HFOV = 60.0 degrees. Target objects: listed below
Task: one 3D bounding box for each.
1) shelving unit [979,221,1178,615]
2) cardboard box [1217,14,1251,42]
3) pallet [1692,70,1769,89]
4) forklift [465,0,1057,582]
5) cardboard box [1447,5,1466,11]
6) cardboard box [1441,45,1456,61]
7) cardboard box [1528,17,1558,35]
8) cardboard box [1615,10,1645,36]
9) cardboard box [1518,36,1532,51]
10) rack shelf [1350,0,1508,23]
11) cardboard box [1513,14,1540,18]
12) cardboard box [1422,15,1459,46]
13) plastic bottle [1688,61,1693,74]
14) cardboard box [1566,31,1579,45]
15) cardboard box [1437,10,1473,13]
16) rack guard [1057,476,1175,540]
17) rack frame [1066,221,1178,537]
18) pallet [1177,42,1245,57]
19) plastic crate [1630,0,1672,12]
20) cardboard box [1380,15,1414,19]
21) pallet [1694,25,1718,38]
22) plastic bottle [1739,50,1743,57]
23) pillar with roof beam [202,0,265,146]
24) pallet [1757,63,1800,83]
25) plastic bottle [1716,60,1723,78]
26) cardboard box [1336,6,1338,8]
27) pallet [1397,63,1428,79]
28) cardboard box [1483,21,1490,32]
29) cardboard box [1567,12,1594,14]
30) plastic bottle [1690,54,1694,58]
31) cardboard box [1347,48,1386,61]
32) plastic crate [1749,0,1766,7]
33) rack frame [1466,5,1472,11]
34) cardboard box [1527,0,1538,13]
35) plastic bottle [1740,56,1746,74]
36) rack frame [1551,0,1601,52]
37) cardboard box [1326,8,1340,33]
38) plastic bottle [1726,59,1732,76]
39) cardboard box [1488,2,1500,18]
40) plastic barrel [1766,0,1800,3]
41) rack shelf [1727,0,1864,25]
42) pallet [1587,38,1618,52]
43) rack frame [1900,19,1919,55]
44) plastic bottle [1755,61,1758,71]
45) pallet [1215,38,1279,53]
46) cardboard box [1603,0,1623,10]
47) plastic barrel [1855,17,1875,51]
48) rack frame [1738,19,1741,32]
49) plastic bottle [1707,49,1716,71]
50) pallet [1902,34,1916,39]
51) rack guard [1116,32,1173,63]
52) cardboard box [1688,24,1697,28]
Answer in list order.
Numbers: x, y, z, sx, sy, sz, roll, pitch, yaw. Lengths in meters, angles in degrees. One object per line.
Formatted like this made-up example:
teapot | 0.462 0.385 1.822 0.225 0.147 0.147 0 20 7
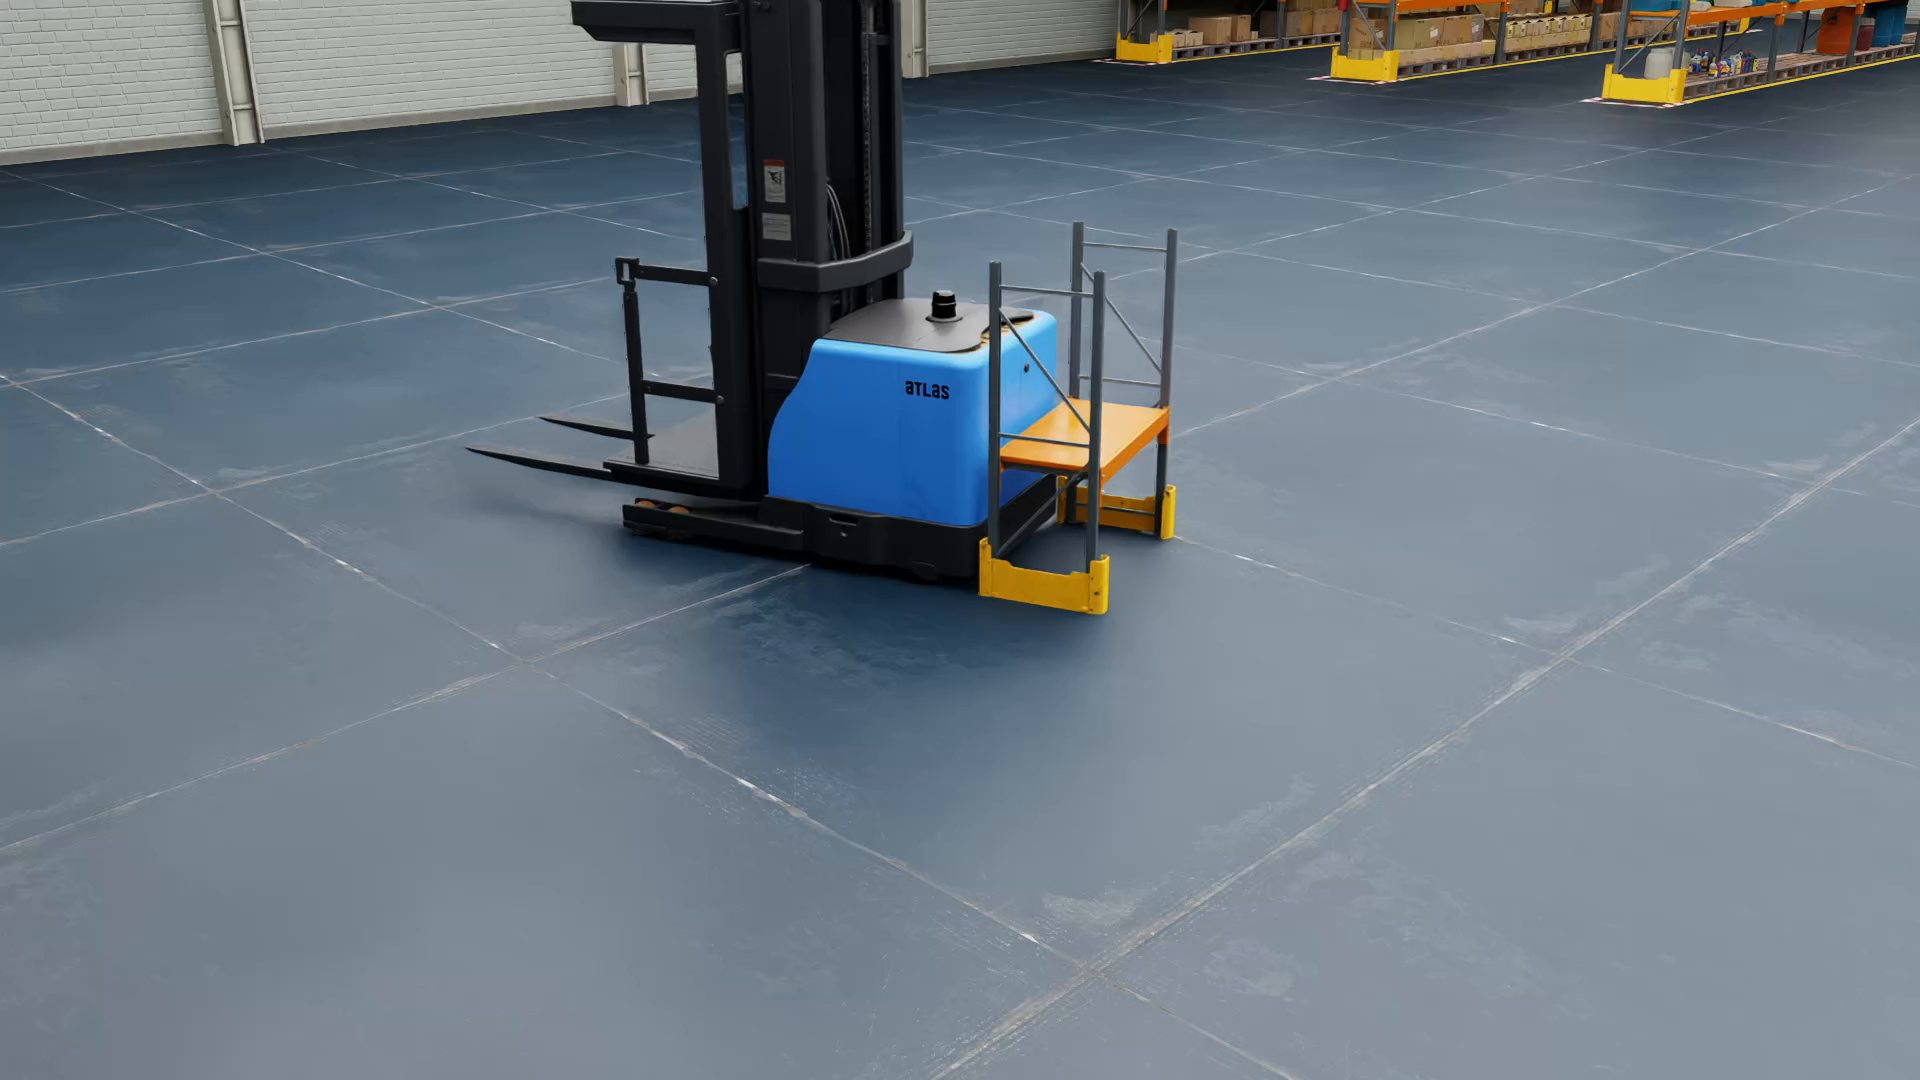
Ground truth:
shelving unit | 0.564 -0.589 7.517 0.587 1.500 1.083 9 23 22
cardboard box | 5.613 -10.512 34.113 0.500 0.500 0.500 17 27 37
pallet | 12.908 -7.806 28.091 1.003 0.211 1.213 19 28 41
forklift | -1.084 -1.522 7.948 3.031 2.935 1.130 10 23 23
cardboard box | 11.528 -12.799 39.605 0.750 0.750 0.750 20 28 41
cardboard box | 8.650 -8.863 30.199 0.500 0.250 0.500 19 28 41
cardboard box | 11.398 -10.125 32.701 0.500 0.311 0.500 -19 28 -41
cardboard box | 14.248 -11.022 35.442 0.500 0.500 0.500 18 27 39
cardboard box | 10.676 -9.596 32.108 0.500 0.250 0.500 -19 28 -41
rack shelf | 8.465 -9.661 30.032 1.077 0.370 4.000 19 28 41
cardboard box | 11.357 -10.385 33.377 0.500 0.311 0.500 18 28 39
cardboard box | 8.651 -9.212 30.064 0.500 0.500 0.500 19 28 41
plastic bottle | 12.105 -7.841 27.581 0.097 0.201 0.097 0 21 0
cardboard box | 12.101 -10.122 33.476 0.500 0.250 0.500 19 28 40
cardboard box | 9.312 -9.733 31.417 0.500 0.500 0.500 19 28 41
rack guard | 0.762 -0.170 8.168 0.587 0.250 0.087 9 23 22
rack frame | 0.763 -0.754 7.945 0.500 1.500 0.032 9 23 22
pallet | 5.014 -9.952 33.672 1.003 0.211 1.213 19 28 41
plastic crate | 10.750 -8.376 25.893 0.499 0.251 0.616 19 28 41
cardboard box | 7.917 -9.218 30.079 0.500 0.500 0.500 19 28 41
pallet | 16.772 -11.757 38.369 1.003 0.211 1.213 19 28 41
plastic bottle | 13.060 -8.038 27.884 0.144 0.351 0.185 19 28 41
pillar with roof beam | -6.086 -8.214 16.902 9.100 9.000 0.400 19 28 41
pallet | 13.926 -8.180 29.063 1.003 0.211 1.213 19 28 41
plastic bottle | 12.275 -7.621 26.895 0.133 0.283 0.061 -20 28 -41
cardboard box | 8.191 -11.838 36.518 0.500 0.250 0.500 -20 28 -41
pallet | 7.573 -8.388 29.604 1.003 0.211 1.213 19 28 41
cardboard box | 9.937 -9.861 32.015 0.500 0.311 0.500 19 28 41
cardboard box | 13.134 -10.877 35.063 0.500 0.500 0.500 -19 28 -40
plastic bottle | 12.269 -8.024 27.942 0.133 0.283 0.061 -19 28 -40
cardboard box | 7.232 -8.607 29.534 0.500 0.250 0.500 19 28 41
plastic crate | 12.829 -8.848 27.122 0.499 0.251 0.616 19 28 41
rack frame | 11.889 -13.806 39.814 1.000 3.000 0.127 19 28 41
cardboard box | 14.262 -13.659 42.329 0.700 0.500 0.500 19 28 41
plastic bottle | 12.946 -7.868 27.538 0.133 0.283 0.061 -18 27 -39
rack frame | 12.650 -11.539 33.915 1.000 3.000 0.127 19 28 41
cardboard box | 7.864 -11.380 36.373 0.700 0.500 0.500 19 28 40
plastic bottle | 12.554 -7.728 27.189 0.097 0.271 0.097 0 21 0
cardboard box | 12.837 -13.130 40.954 0.700 0.500 0.500 19 28 40
plastic barrel | 13.893 -9.528 27.983 0.600 0.901 0.708 19 28 41
rack shelf | 14.801 -9.449 29.479 1.077 0.370 4.000 19 28 41
pallet | 13.198 -10.420 34.890 1.003 0.211 1.213 19 28 41
rack frame | 18.987 -11.327 33.363 1.000 3.000 0.127 19 28 41
plastic bottle | 13.376 -7.998 27.990 0.097 0.201 0.097 0 21 0
pallet | 5.865 -10.267 34.491 1.003 0.211 1.213 19 28 41
cardboard box | 13.881 -11.506 35.656 0.500 0.250 0.500 19 28 40
plastic barrel | 17.313 -9.789 32.138 0.600 0.588 0.708 19 28 41
rack frame | 18.231 -13.596 39.266 1.000 3.000 0.127 19 28 41
plastic bottle | 12.649 -8.099 28.045 0.144 0.351 0.185 19 28 41
pallet | 20.323 -10.539 35.200 1.003 0.211 1.213 19 28 41
rack guard | 3.570 -9.574 32.288 1.175 0.500 0.348 19 28 41
cardboard box | 16.485 -11.729 37.745 0.380 0.166 0.250 19 28 41
